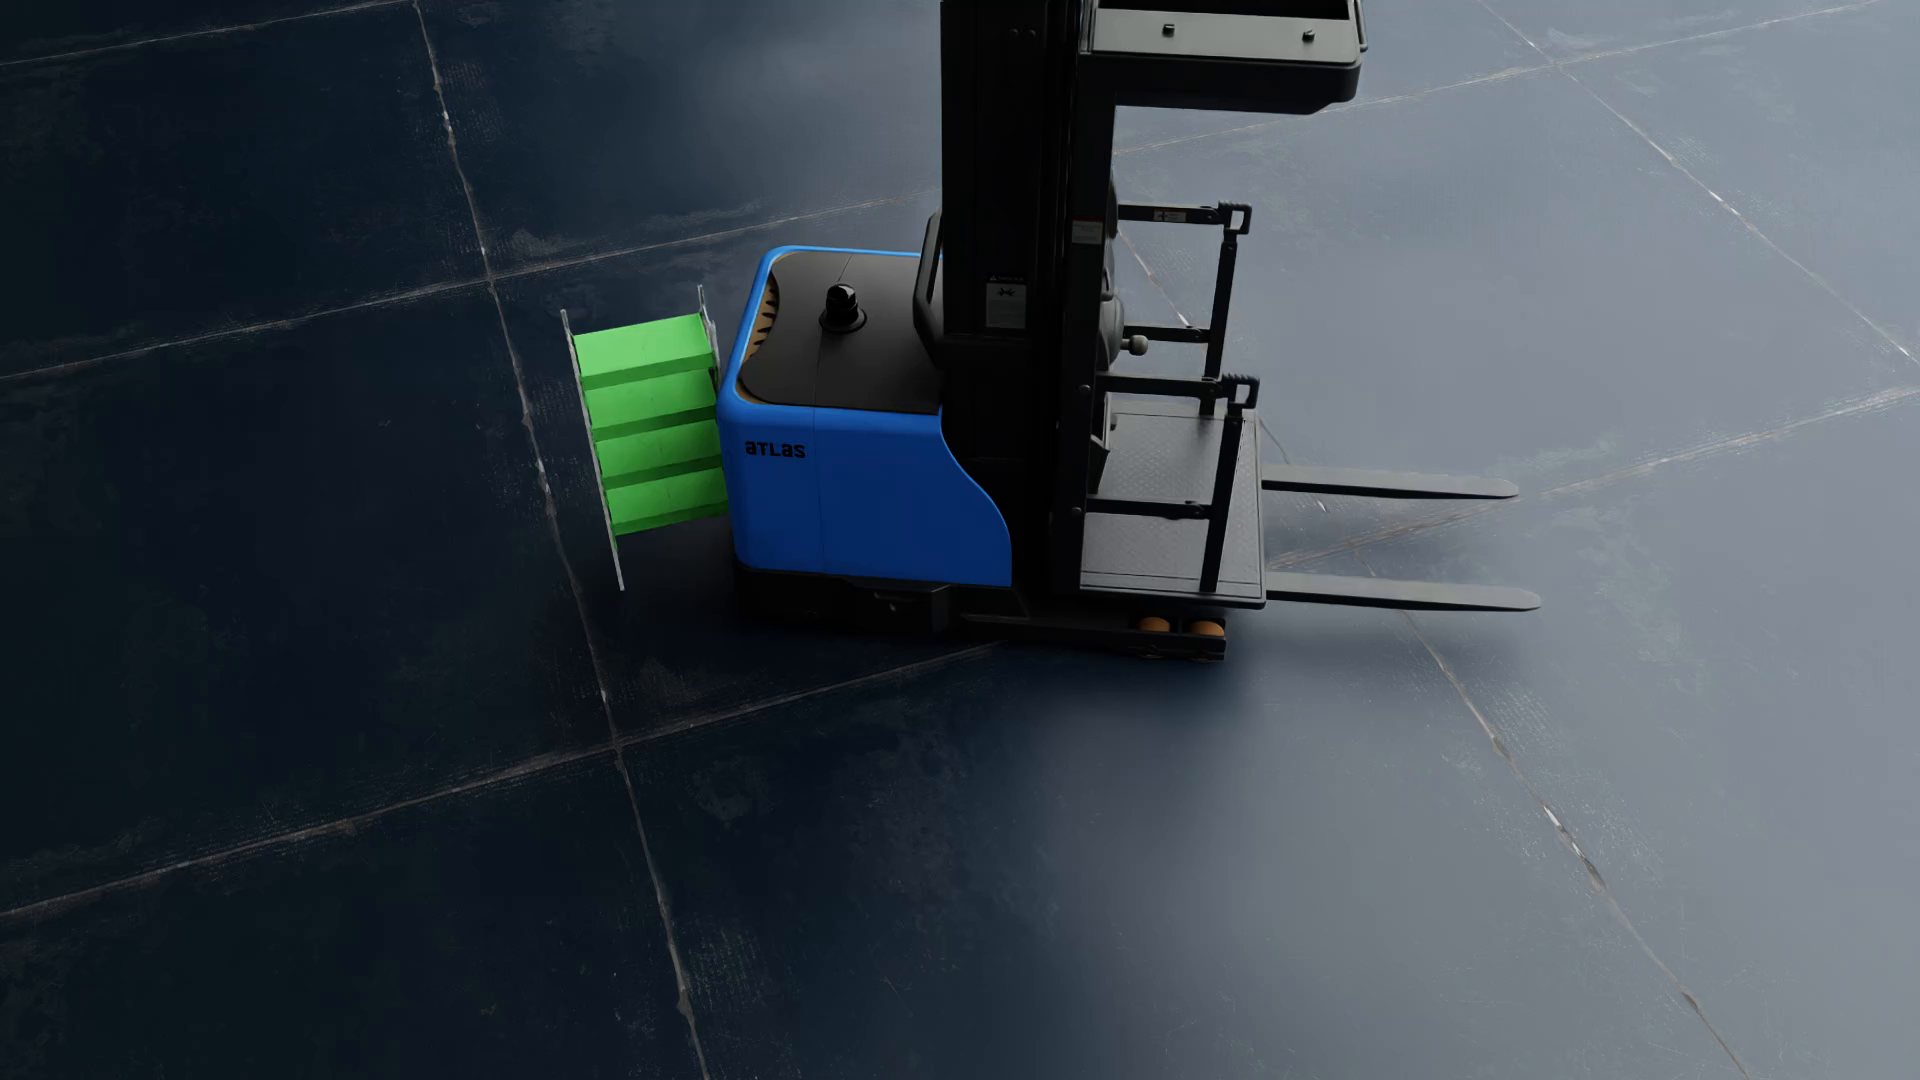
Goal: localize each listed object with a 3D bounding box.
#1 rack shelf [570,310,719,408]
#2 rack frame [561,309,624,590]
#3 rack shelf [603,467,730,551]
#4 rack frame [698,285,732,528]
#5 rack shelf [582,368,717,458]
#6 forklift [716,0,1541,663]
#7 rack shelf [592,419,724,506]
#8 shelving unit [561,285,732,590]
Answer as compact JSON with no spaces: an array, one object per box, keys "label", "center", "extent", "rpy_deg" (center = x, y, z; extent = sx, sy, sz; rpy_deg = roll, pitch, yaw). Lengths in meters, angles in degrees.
[{"label":"rack shelf","center":[-1.132,-0.652,5.966],"extent":[0.480,0.148,0.258],"rpy_deg":[-12,46,-12]},{"label":"rack frame","center":[-1.365,-0.308,6.210],"extent":[0.015,1.200,0.240],"rpy_deg":[-12,46,-12]},{"label":"rack shelf","center":[-1.132,-0.144,6.475],"extent":[0.480,0.148,0.258],"rpy_deg":[-12,46,-12]},{"label":"rack frame","center":[-0.899,-0.409,6.311],"extent":[0.015,1.200,0.240],"rpy_deg":[-12,46,-12]},{"label":"rack shelf","center":[-1.132,-0.483,6.136],"extent":[0.480,0.148,0.258],"rpy_deg":[-12,46,-12]},{"label":"forklift","center":[0.689,-0.969,5.646],"extent":[3.031,2.935,1.130],"rpy_deg":[4,45,4]},{"label":"rack shelf","center":[-1.132,-0.313,6.306],"extent":[0.480,0.148,0.258],"rpy_deg":[-12,46,-12]},{"label":"shelving unit","center":[-1.132,-0.359,6.260],"extent":[0.503,1.200,0.258],"rpy_deg":[-12,46,-12]}]
